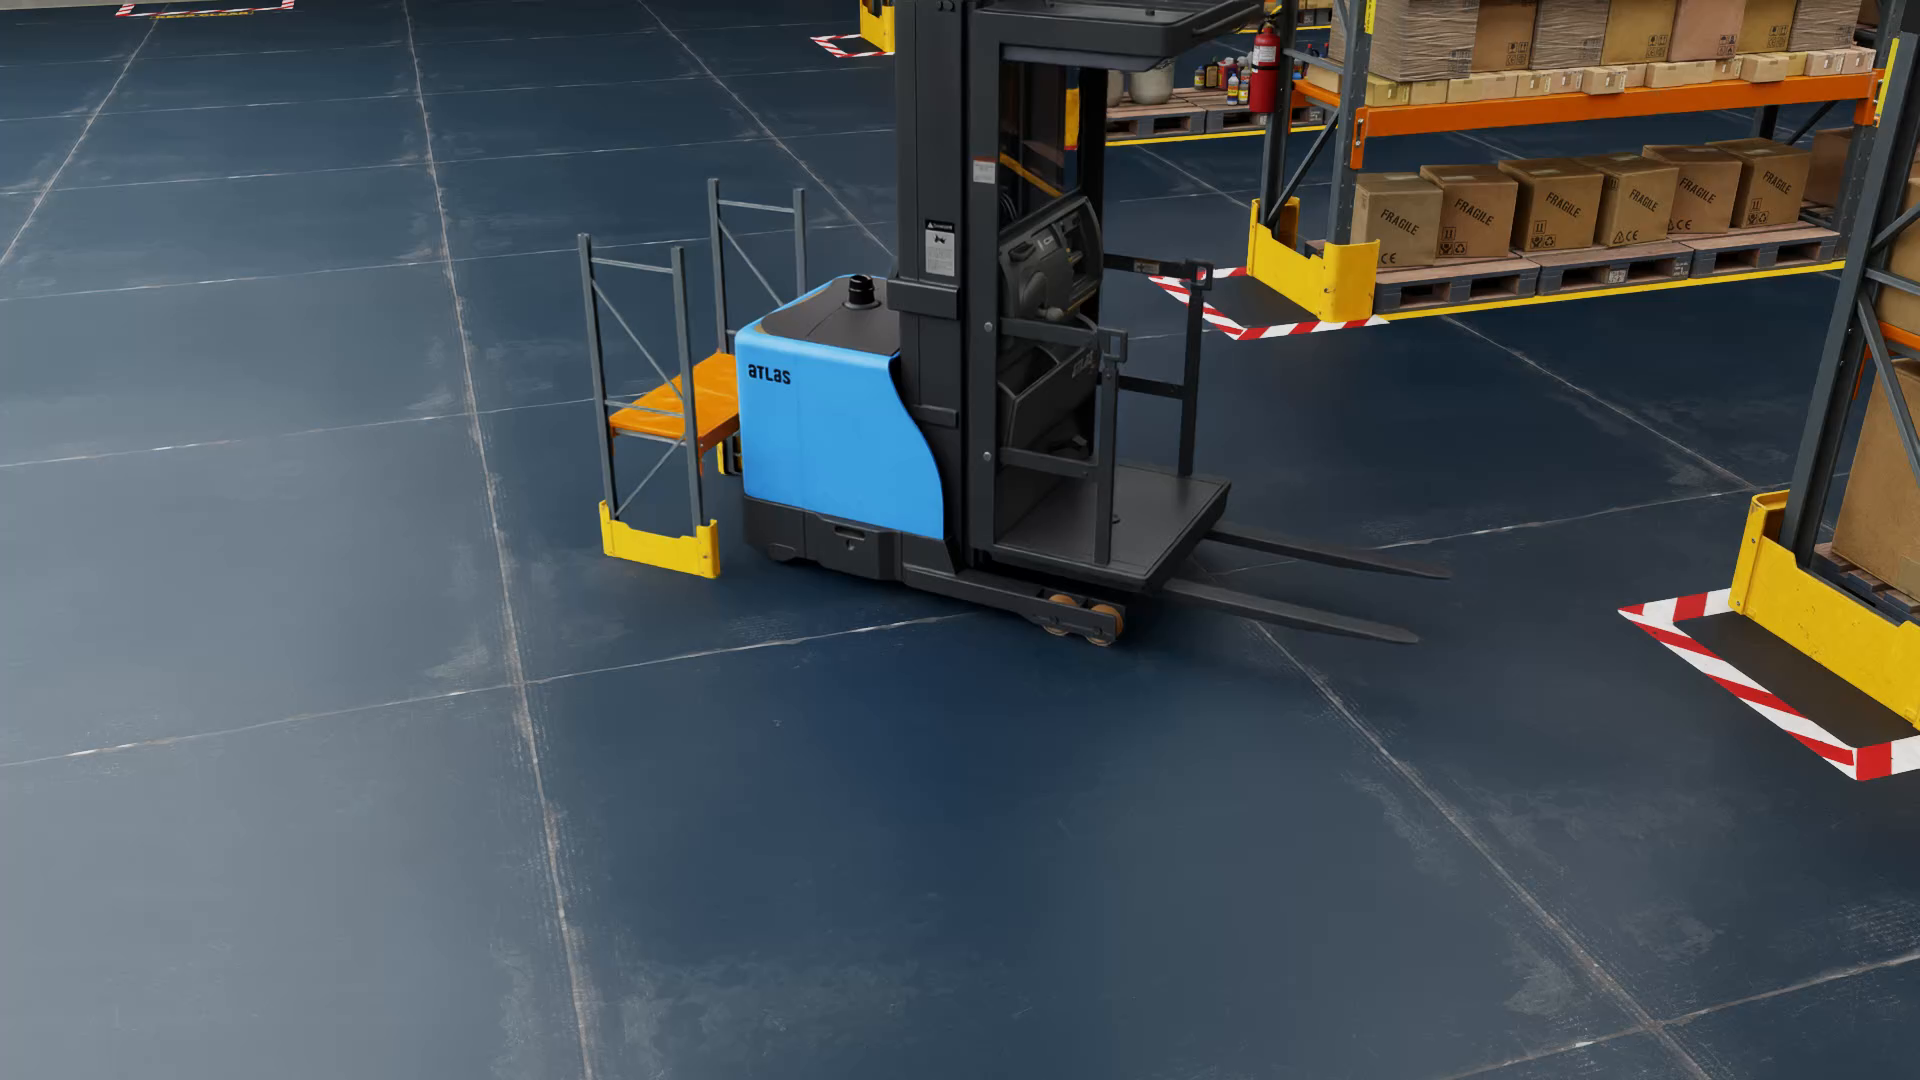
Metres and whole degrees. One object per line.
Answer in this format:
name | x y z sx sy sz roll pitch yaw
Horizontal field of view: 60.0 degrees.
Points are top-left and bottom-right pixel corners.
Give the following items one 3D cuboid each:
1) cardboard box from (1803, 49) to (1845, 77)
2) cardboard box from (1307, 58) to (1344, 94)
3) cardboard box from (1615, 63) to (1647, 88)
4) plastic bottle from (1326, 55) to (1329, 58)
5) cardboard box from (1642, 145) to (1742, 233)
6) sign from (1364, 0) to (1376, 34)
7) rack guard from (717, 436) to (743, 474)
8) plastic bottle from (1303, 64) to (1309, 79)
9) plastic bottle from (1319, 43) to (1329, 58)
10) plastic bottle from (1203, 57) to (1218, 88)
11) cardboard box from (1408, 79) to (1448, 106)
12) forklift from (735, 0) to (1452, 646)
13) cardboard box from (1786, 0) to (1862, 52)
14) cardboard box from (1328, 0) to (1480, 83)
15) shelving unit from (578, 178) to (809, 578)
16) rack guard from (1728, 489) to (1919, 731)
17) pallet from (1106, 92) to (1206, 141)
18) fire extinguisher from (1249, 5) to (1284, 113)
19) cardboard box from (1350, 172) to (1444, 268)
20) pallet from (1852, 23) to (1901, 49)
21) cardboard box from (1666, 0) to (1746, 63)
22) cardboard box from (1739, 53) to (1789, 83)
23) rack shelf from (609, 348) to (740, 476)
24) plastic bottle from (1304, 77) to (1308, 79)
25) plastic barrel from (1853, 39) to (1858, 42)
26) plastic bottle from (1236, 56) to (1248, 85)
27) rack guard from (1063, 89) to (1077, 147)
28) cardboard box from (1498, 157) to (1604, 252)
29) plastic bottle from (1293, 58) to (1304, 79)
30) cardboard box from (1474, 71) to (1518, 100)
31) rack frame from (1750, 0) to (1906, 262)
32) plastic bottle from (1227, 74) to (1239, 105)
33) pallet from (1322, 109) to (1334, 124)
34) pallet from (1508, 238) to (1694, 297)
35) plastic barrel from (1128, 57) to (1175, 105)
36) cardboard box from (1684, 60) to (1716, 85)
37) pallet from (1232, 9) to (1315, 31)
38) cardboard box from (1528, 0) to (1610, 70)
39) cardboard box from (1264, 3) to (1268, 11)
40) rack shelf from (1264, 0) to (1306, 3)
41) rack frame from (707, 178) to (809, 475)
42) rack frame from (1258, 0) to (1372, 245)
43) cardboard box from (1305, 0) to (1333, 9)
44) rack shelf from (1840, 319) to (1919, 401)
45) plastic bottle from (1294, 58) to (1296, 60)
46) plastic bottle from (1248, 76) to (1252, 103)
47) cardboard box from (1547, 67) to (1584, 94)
cardboard box | 5.678 -3.222 11.149 0.250 0.149 0.380 -8 28 -16
cardboard box | 2.436 -2.982 10.666 0.250 0.149 0.380 -8 28 -16
cardboard box | 4.226 -3.050 10.803 0.250 0.149 0.380 -8 28 -16
plastic bottle | 3.647 -4.627 16.181 0.185 0.351 0.144 -8 28 -16
cardboard box | 5.097 -2.467 11.685 0.500 0.500 0.500 0 26 0
sign | 2.397 -3.126 9.700 0.005 0.325 0.100 -8 28 -16
rack guard | -0.947 -0.415 8.305 0.587 0.250 0.087 11 29 21
plastic bottle | 3.296 -4.336 15.671 0.133 0.283 0.061 -8 28 -16
plastic bottle | 3.602 -4.688 16.303 0.185 0.351 0.144 -7 27 -15
plastic bottle | 2.411 -4.504 16.010 0.133 0.283 0.061 -8 27 -15
cardboard box | 2.817 -2.820 10.340 0.250 0.149 0.380 -8 28 -16
forklift | 0.563 -1.146 6.763 3.031 2.935 1.130 13 29 24
cardboard box | 5.585 -3.661 11.304 0.500 0.500 0.875 -8 28 -16
cardboard box | 2.760 -3.210 10.396 0.500 0.500 0.875 -8 28 -16
shelving unit | -1.150 -0.773 7.620 0.587 1.500 1.083 11 29 21
rack guard | 3.646 0.266 6.652 0.348 0.500 1.175 -8 28 -16
pallet | 1.527 -3.953 15.475 1.213 0.211 1.003 -8 28 -16
fire extinguisher | 1.977 -3.112 10.733 0.183 0.674 0.296 -8 28 -16
cardboard box | 2.828 -2.115 10.976 0.500 0.500 0.500 -3 27 -7
pallet | 6.804 -3.476 11.595 1.213 0.211 1.003 -8 28 -16
cardboard box | 4.654 -3.495 10.971 0.500 0.500 0.875 -8 28 -16
cardboard box | 5.218 -3.131 10.967 0.250 0.149 0.380 -8 28 -16
rack shelf | -1.154 -0.608 7.693 0.538 0.185 1.000 11 29 21
plastic bottle | 3.226 -4.227 15.542 0.097 0.201 0.097 0 26 0
plastic barrel | 9.835 -5.502 17.698 0.708 0.588 0.600 -8 28 -16
plastic bottle | 2.685 -4.520 16.049 0.135 0.276 0.152 -9 28 -18
rack guard | 0.752 -3.973 15.190 0.348 0.500 1.175 -8 28 -16
cardboard box | 3.986 -2.290 11.329 0.500 0.500 0.500 -6 27 -11
plastic bottle | 3.294 -4.590 16.196 0.097 0.271 0.097 0 26 0
cardboard box | 3.291 -2.891 10.483 0.250 0.149 0.380 -8 28 -16
rack frame | 6.032 -3.519 11.464 0.127 3.000 1.000 -8 28 -16
plastic bottle | 2.515 -4.155 15.319 0.097 0.271 0.097 0 26 0
pallet | 3.847 -4.289 16.152 1.213 0.211 1.003 -8 28 -16
pallet | 4.242 -1.993 11.526 1.213 0.211 1.003 -8 28 -16
plastic barrel | 1.773 -4.328 15.420 0.421 0.512 0.421 0 26 0
cardboard box | 4.715 -3.101 10.906 0.250 0.149 0.380 -8 28 -16
pallet | 3.656 -6.577 20.760 1.213 0.211 1.003 -8 28 -16
cardboard box | 3.687 -3.380 10.738 0.500 0.500 0.875 -8 28 -16
cardboard box | 3.428 -6.615 20.321 0.500 0.250 0.500 -9 28 -17
rack shelf | 2.596 -5.015 15.288 4.000 0.370 1.077 -8 28 -16
rack frame | -0.947 -0.976 8.028 0.500 1.500 0.032 11 29 21
rack frame | 2.229 -2.968 10.355 0.127 3.000 1.000 -8 28 -16
cardboard box | 4.406 -6.757 20.608 0.500 0.250 0.500 -9 28 -18
rack shelf | 5.570 -0.810 6.817 4.000 0.370 1.077 -8 28 -16
plastic bottle | 3.253 -4.626 16.256 0.133 0.283 0.061 -7 27 -14
plastic bottle | 2.736 -4.184 15.364 0.133 0.283 0.061 -8 27 -15
cardboard box | 3.760 -2.969 10.639 0.250 0.149 0.380 -8 28 -16
